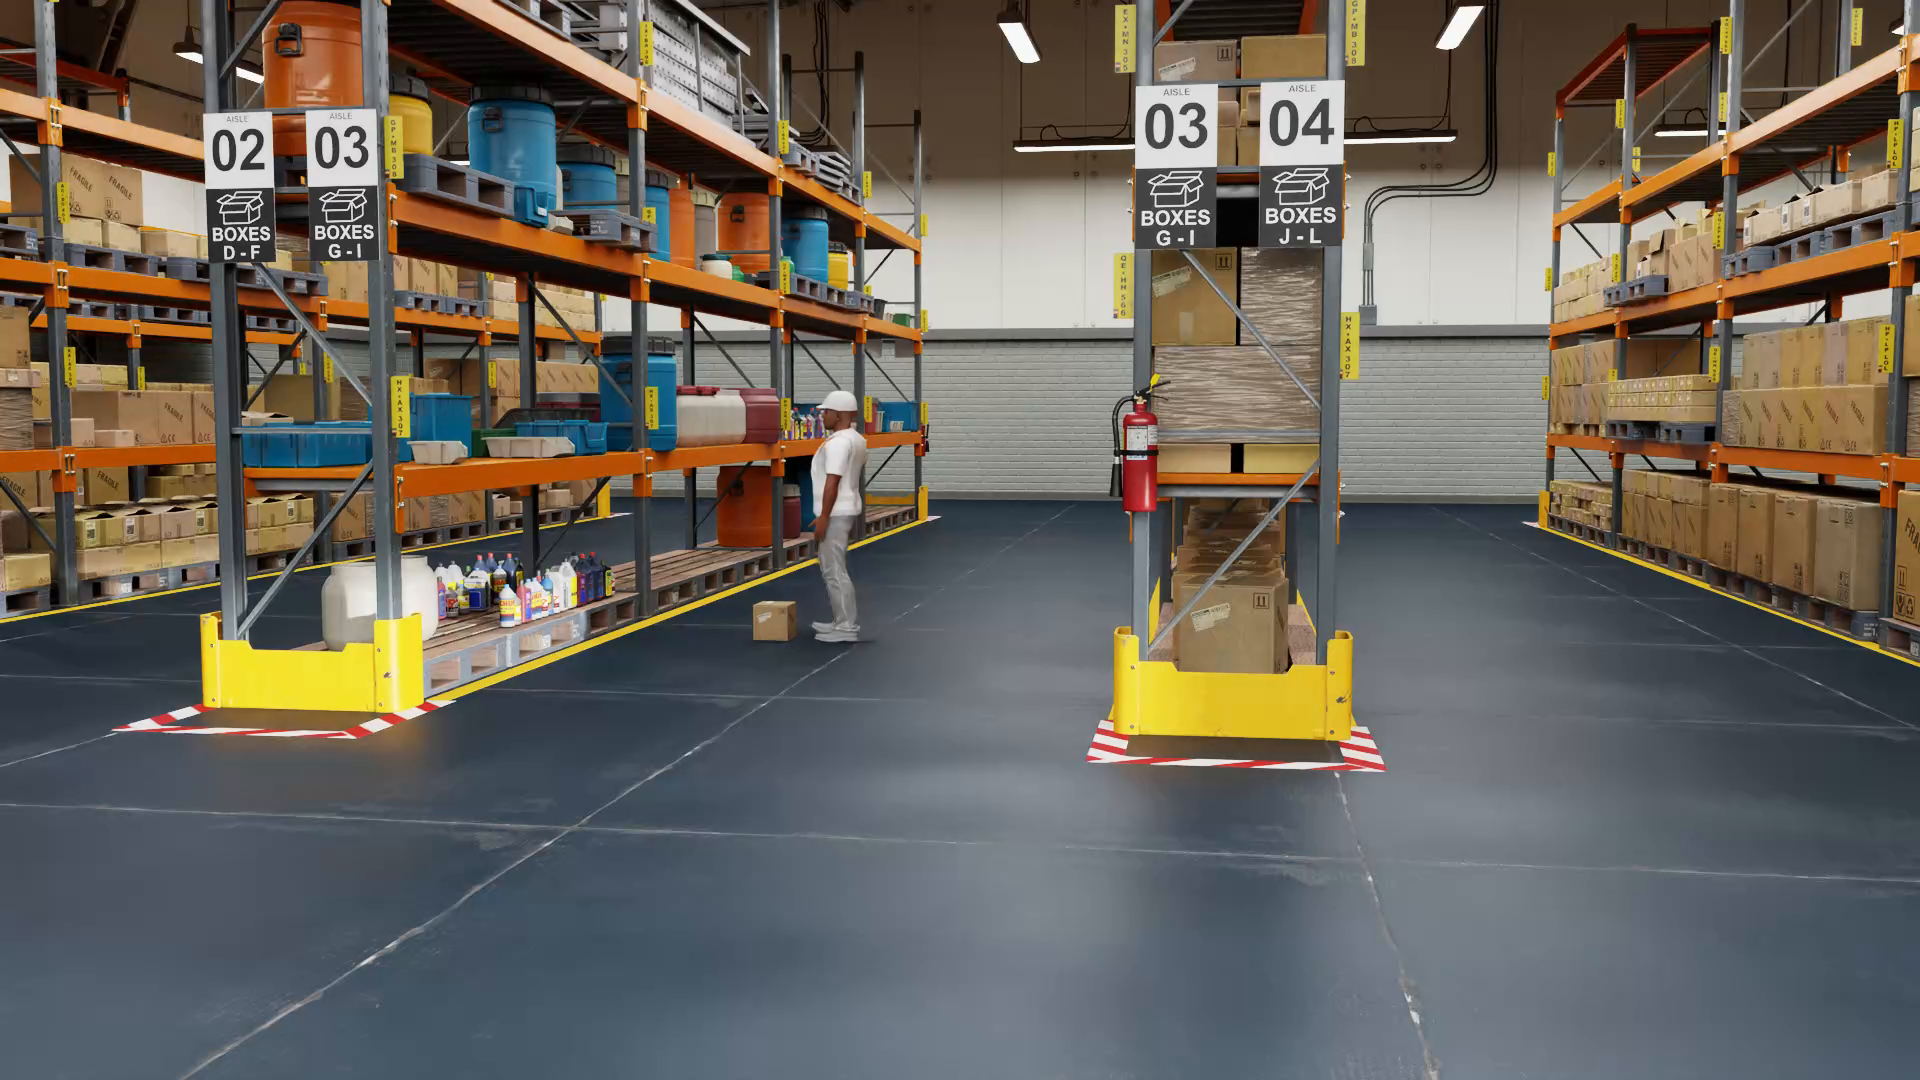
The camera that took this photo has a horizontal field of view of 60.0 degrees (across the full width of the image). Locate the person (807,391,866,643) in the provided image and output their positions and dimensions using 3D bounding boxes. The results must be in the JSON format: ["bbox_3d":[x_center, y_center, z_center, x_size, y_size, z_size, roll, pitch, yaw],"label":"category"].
[{"bbox_3d":[-0.892,-0.165,11.719,0.417,1.767,0.564,1,5,10],"label":"person"}]
